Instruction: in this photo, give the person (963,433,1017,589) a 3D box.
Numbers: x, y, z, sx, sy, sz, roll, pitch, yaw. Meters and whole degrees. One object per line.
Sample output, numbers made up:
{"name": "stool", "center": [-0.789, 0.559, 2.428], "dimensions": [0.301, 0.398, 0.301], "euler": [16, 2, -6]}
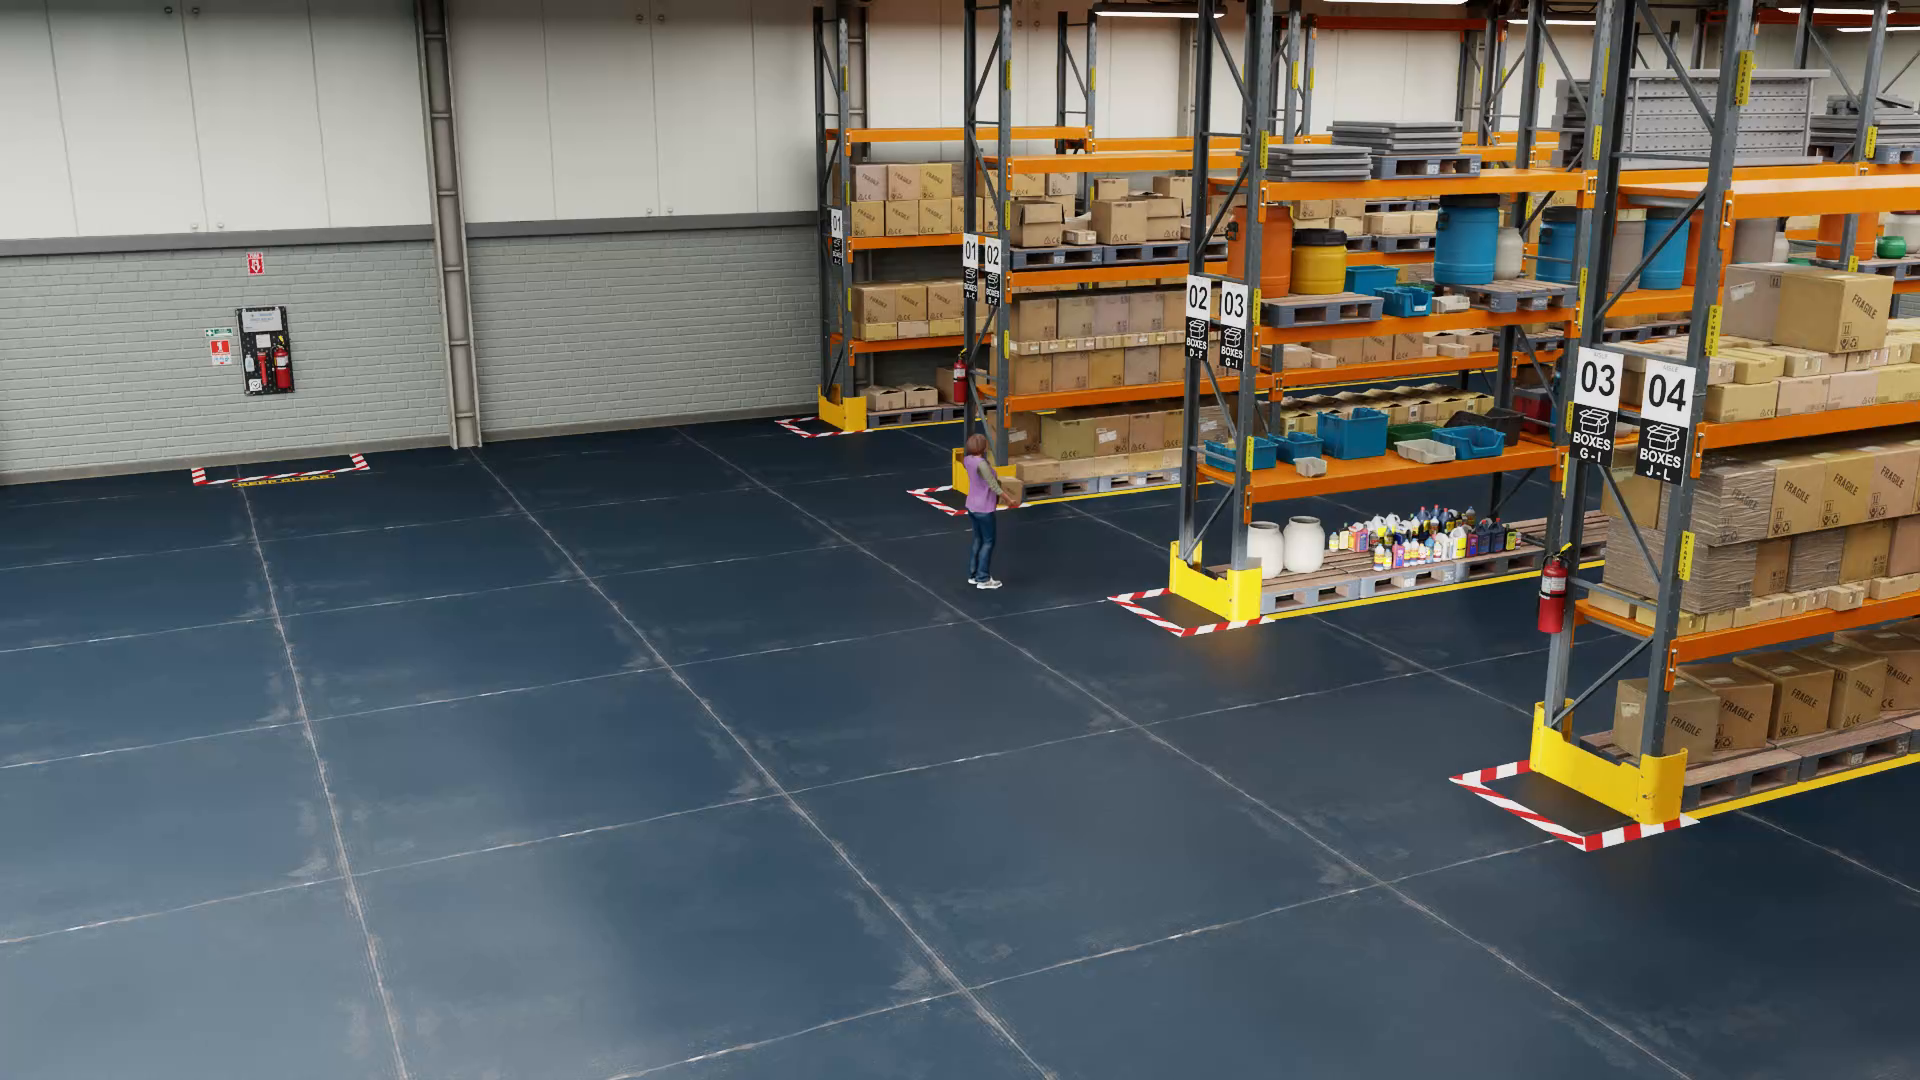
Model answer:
{"name": "person", "center": [0.297, -0.311, 16.869], "dimensions": [0.500, 1.588, 0.407], "euler": [-7, 17, -25]}
